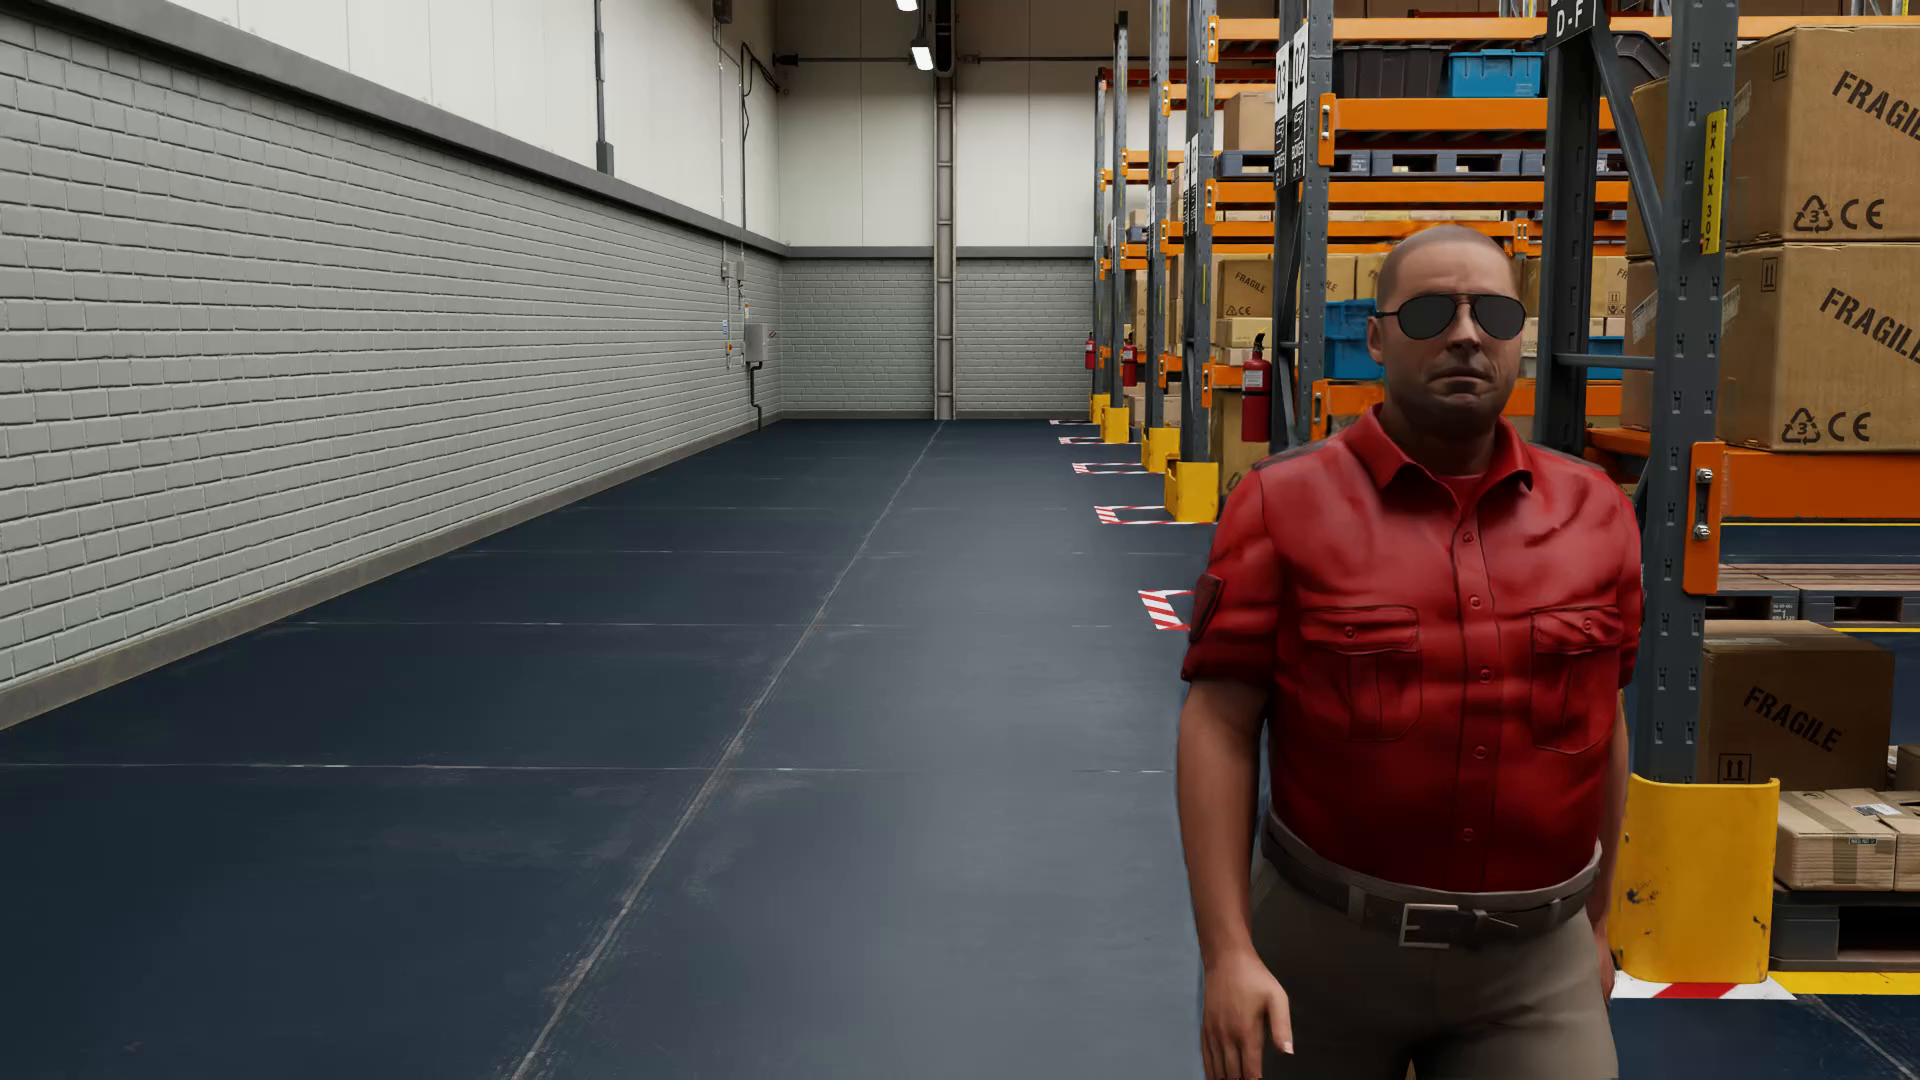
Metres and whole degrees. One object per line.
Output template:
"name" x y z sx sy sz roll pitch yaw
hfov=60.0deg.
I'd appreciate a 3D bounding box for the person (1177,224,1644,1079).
"person" 0.532 0.441 1.938 0.563 1.598 0.816 1 7 5
